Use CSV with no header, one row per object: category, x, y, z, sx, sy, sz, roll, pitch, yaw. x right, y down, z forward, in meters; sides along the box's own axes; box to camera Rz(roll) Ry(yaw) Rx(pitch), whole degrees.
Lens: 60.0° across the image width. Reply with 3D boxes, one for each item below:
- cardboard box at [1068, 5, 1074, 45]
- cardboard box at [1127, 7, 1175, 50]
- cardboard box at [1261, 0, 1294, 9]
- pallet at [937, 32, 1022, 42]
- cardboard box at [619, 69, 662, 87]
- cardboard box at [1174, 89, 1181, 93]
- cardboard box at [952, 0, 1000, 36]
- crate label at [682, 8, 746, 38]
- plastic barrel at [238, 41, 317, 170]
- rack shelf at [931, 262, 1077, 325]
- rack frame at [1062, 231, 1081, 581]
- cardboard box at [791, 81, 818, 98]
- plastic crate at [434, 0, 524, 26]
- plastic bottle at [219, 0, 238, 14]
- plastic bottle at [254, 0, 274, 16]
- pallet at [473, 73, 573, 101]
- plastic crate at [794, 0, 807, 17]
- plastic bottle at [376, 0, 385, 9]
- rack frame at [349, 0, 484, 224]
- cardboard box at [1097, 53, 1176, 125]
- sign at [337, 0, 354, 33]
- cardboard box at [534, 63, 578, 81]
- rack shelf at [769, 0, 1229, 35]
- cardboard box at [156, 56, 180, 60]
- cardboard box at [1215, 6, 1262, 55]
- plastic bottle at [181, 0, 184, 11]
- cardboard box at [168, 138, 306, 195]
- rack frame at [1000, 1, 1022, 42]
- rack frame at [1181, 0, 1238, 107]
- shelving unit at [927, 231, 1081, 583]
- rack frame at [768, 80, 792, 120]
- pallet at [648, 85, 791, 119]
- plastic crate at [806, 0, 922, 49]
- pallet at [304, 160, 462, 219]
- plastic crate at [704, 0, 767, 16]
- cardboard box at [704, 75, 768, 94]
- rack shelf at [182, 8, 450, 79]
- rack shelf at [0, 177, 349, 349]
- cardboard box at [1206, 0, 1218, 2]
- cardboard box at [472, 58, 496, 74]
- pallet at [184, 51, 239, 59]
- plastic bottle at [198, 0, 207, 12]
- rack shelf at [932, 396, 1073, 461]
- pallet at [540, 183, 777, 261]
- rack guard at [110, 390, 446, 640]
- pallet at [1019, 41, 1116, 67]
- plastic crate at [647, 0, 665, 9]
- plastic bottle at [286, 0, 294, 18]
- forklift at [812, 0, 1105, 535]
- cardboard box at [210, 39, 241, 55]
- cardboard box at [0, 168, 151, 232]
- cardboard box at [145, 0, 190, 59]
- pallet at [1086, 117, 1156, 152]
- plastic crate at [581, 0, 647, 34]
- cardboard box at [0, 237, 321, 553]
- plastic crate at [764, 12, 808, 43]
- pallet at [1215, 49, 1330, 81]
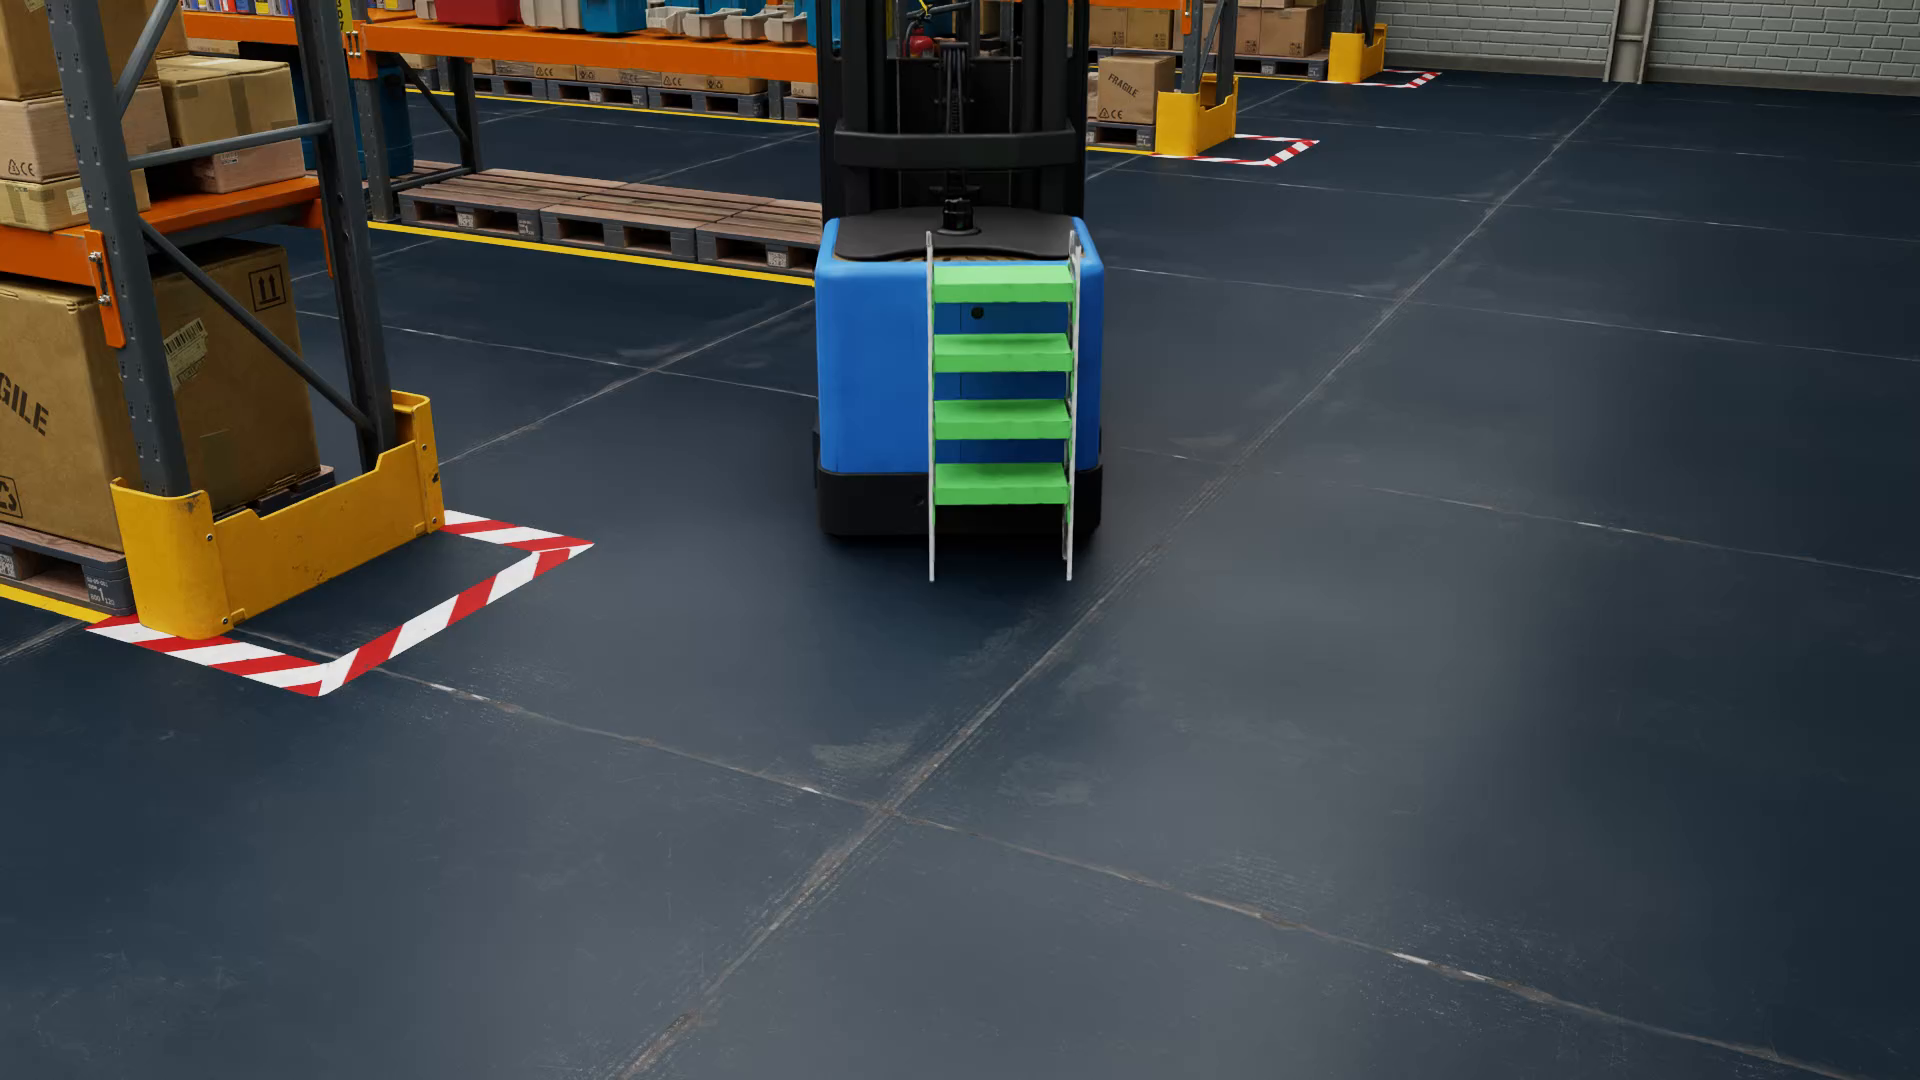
cardboard box,1.363,-6.051,19.303,0.500,0.500,0.700,12,26,25
cardboard box,2.267,-5.870,18.877,0.500,0.500,0.700,12,26,26
cardboard box,3.445,-5.859,18.022,0.250,0.149,0.380,11,25,24
pallet,0.019,-6.002,20.095,1.213,0.211,1.003,11,25,25
cardboard box,-2.945,-4.663,16.014,0.500,0.500,0.500,12,26,25
cardboard box,1.861,-3.823,14.488,0.250,0.149,0.380,11,25,25
cardboard box,0.103,-6.449,19.792,0.750,0.750,0.750,12,26,25
crate label,-1.480,-3.093,9.951,0.243,0.136,0.396,11,25,25
plastic barrel,-4.838,-3.170,12.017,0.708,0.901,0.600,11,25,25
rack shelf,0.141,-0.834,5.614,0.480,0.148,0.258,-1,23,-2
rack frame,0.385,-0.453,5.783,0.015,1.200,0.240,-1,23,-2
cardboard box,-1.213,-4.260,15.309,0.500,0.311,0.500,11,25,25
plastic crate,-3.045,-3.528,10.553,0.583,0.464,0.402,11,25,25
plastic bottle,-5.002,-3.769,11.438,0.135,0.276,0.152,11,25,25
plastic bottle,-4.696,-3.741,11.277,0.185,0.351,0.144,11,25,25
pallet,-4.411,-4.723,17.086,1.213,0.211,1.003,11,25,25
plastic crate,-0.818,-3.235,10.161,0.300,0.233,0.416,11,25,25
plastic bottle,-4.093,-3.876,11.784,0.097,0.201,0.097,0,23,0
rack frame,-3.728,-3.716,11.154,0.127,3.000,1.000,11,25,25
cardboard box,1.483,-3.801,13.986,0.500,0.500,0.500,11,25,25
sign,-2.138,-1.907,5.694,0.005,0.325,0.100,11,25,25
cardboard box,-3.868,-4.842,16.436,0.500,0.500,0.500,11,25,24
rack shelf,0.295,-4.761,14.531,4.000,0.370,1.077,11,25,25
cardboard box,-3.167,-1.616,6.029,0.500,0.250,0.500,11,25,24
cardboard box,3.195,-5.689,18.453,0.500,0.500,0.700,11,25,24
plastic bottle,-5.445,-3.810,11.630,0.097,0.201,0.097,0,23,0
cardboard box,-2.561,-1.342,5.894,0.250,0.149,0.380,12,26,25
rack frame,0.742,-7.176,19.290,0.127,3.000,1.000,11,25,25
rack frame,2.080,-4.739,13.560,0.127,3.000,1.000,11,25,25
shelving unit,0.141,-0.451,5.776,0.503,1.200,0.258,-1,23,-2
rack frame,-1.490,-5.445,15.221,0.127,3.000,1.000,11,25,25
pallet,-2.233,-4.292,16.073,1.213,0.211,1.003,11,25,25
plastic crate,-0.542,-3.047,9.461,0.499,0.435,0.616,11,25,25
pallet,-4.398,-2.583,12.055,1.213,0.211,1.003,11,25,25
plastic crate,-1.406,-3.351,10.434,0.300,0.233,0.416,11,25,25
cardboard box,-2.060,-4.484,15.593,0.500,0.500,0.500,11,25,24
rack shelf,-5.513,-3.738,12.126,4.000,0.370,1.077,11,25,25
rack shelf,-4.178,-1.302,6.397,4.000,0.370,1.077,11,25,25
cardboard box,2.940,-6.126,18.650,0.250,0.149,0.380,12,26,25
cardboard box,-4.783,-5.023,16.861,0.500,0.500,0.500,12,26,27
pallet,-7.954,-5.458,18.814,1.213,0.211,1.003,11,25,25
plastic bottle,-5.238,-3.769,11.534,0.097,0.201,0.097,0,23,0
rack shelf,0.141,-0.392,5.801,0.480,0.148,0.258,-1,23,-2
pallet,-1.962,-2.101,10.921,1.213,0.211,1.003,11,25,25
rack guard,-2.372,-0.125,5.905,0.348,0.500,1.175,11,25,25
pallet,1.385,-5.731,19.456,1.213,0.211,1.003,11,25,25
plastic crate,-2.039,-3.419,10.718,0.466,0.136,0.293,11,25,25
plastic bottle,-4.453,-3.644,11.134,0.133,0.283,0.061,11,25,25
forklift,-0.037,-1.895,6.962,1.130,2.935,3.031,-1,23,-1
cardboard box,-7.926,-5.537,18.414,0.500,0.250,0.500,12,26,26
cardboard box,-2.860,-1.112,5.353,0.250,0.149,0.380,12,26,26
cardboard box,-3.146,-1.960,5.879,0.500,0.500,0.500,11,25,23
pallet,1.300,-3.609,14.467,1.213,0.211,1.003,11,25,25
plastic crate,-2.107,-3.233,10.157,0.300,0.233,0.416,11,25,25
cardboard box,-3.001,-0.580,5.960,0.875,0.875,0.875,11,25,25
plastic crate,-0.968,-2.996,9.723,0.243,0.136,0.396,11,25,25
pallet,3.562,-5.300,18.443,1.213,0.211,1.003,11,25,25
